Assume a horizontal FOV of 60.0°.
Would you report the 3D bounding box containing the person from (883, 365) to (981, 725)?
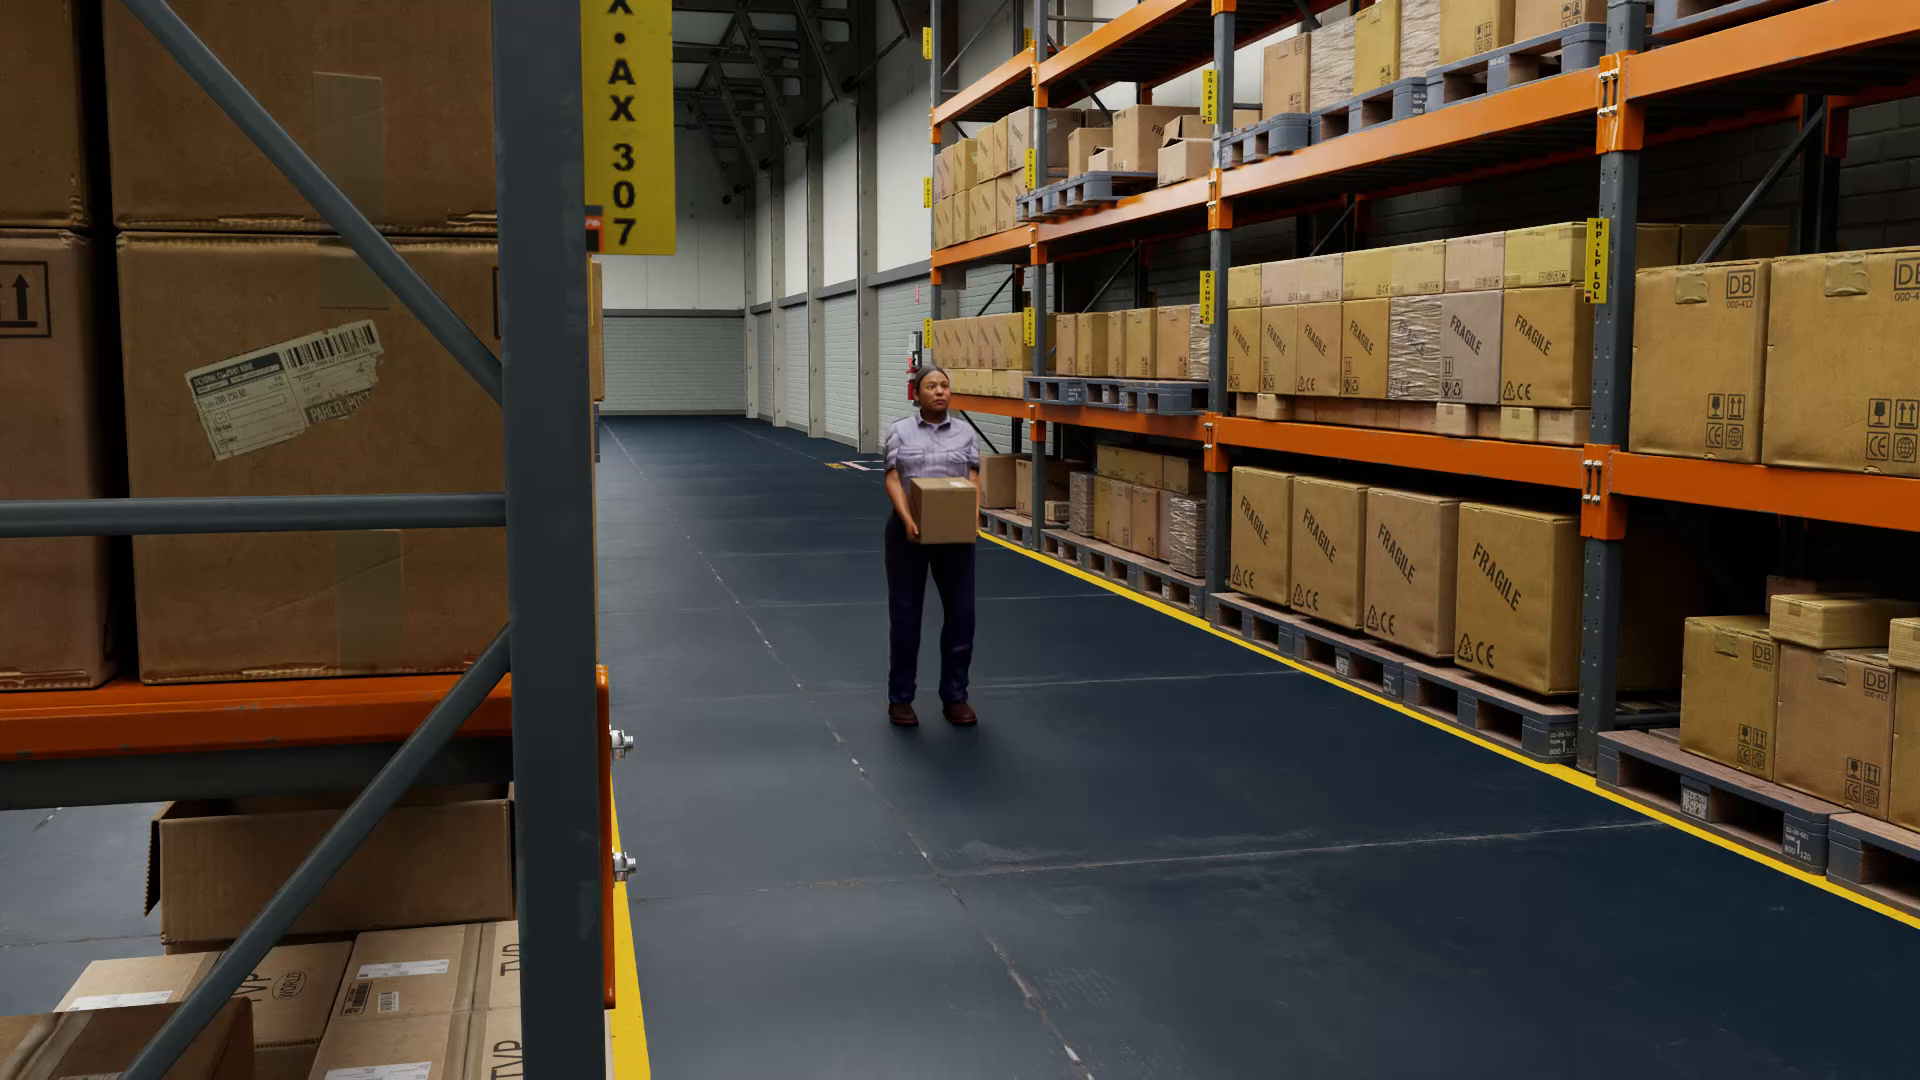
[{"bbox_3d":[-0.110,0.023,7.592,0.452,1.634,0.523,-1,6,-13],"label":"person"}]
